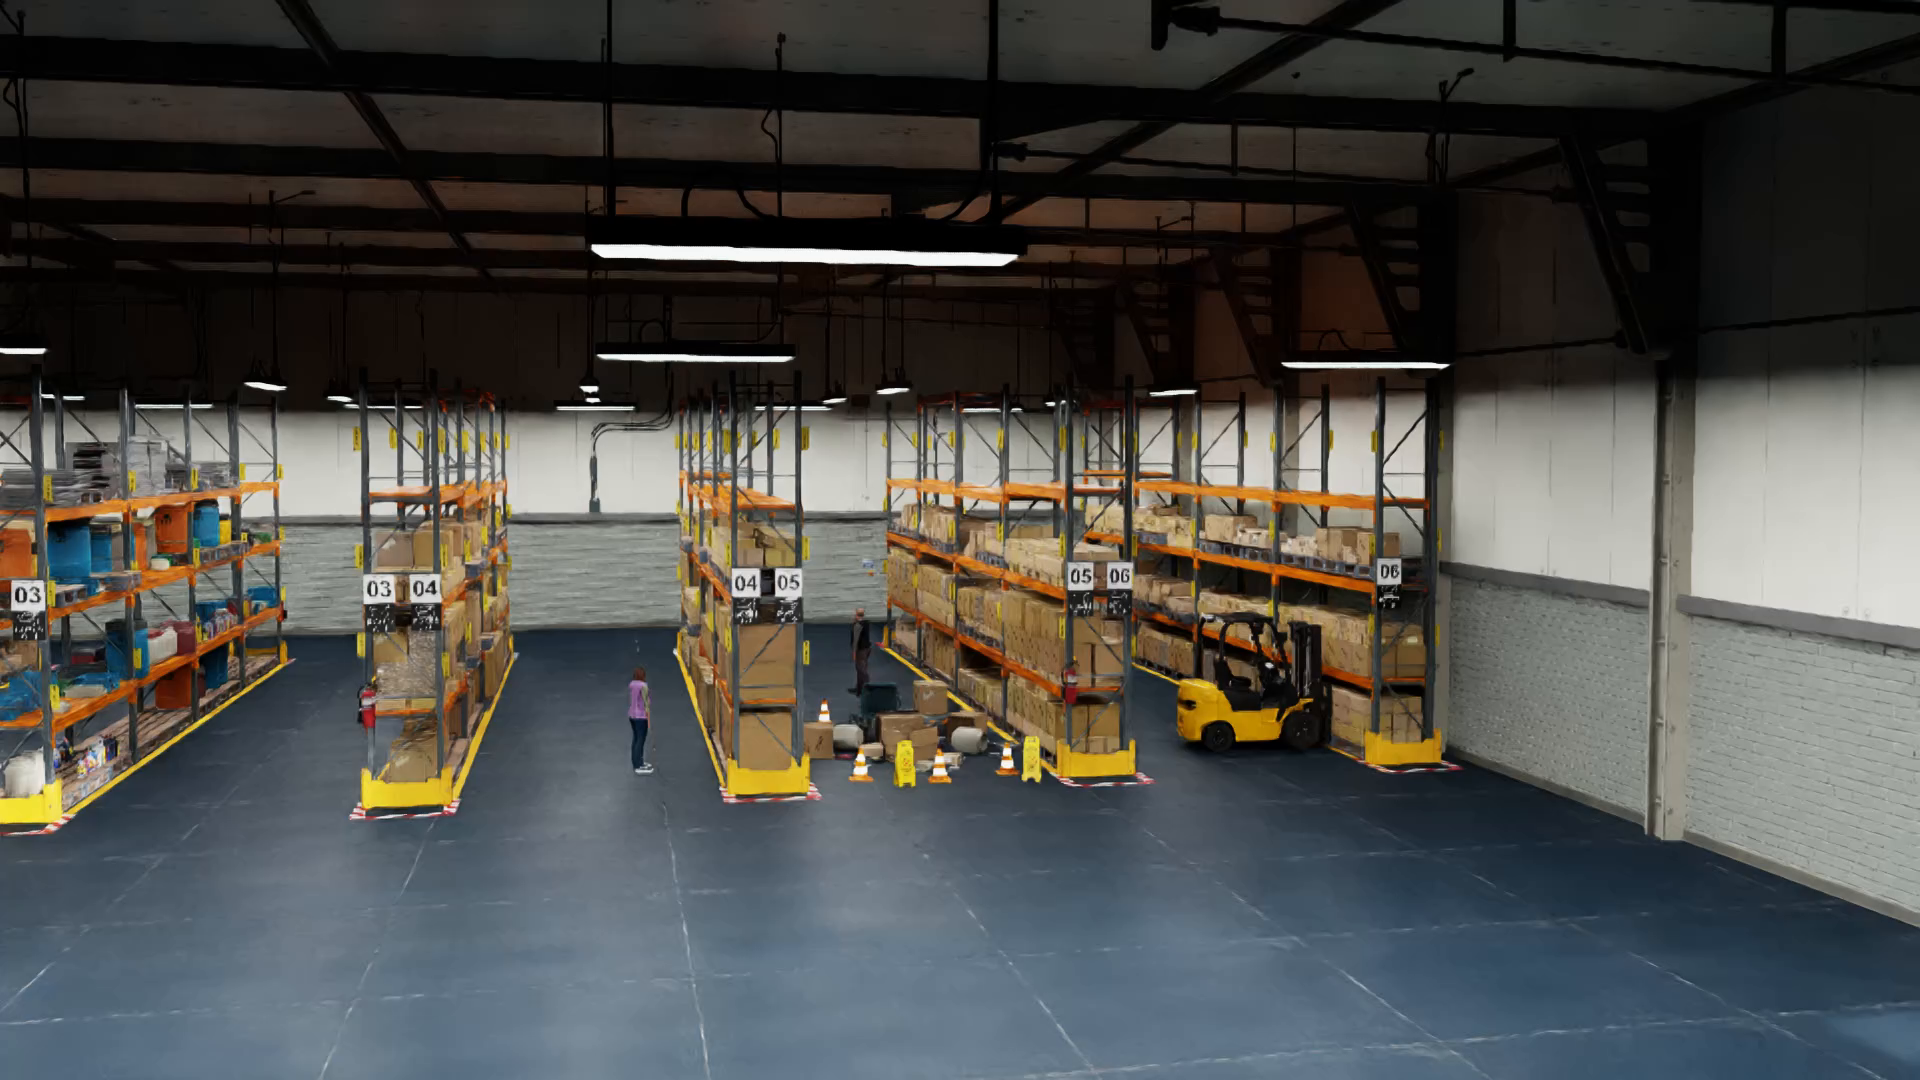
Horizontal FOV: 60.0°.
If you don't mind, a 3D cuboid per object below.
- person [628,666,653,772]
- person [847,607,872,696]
[{"bbox_3d":[-4.821,2.694,25.157,0.405,1.600,0.468,-3,5,-44],"label":"person"},{"bbox_3d":[-1.987,2.179,32.729,0.576,1.718,0.626,1,4,15],"label":"person"}]
